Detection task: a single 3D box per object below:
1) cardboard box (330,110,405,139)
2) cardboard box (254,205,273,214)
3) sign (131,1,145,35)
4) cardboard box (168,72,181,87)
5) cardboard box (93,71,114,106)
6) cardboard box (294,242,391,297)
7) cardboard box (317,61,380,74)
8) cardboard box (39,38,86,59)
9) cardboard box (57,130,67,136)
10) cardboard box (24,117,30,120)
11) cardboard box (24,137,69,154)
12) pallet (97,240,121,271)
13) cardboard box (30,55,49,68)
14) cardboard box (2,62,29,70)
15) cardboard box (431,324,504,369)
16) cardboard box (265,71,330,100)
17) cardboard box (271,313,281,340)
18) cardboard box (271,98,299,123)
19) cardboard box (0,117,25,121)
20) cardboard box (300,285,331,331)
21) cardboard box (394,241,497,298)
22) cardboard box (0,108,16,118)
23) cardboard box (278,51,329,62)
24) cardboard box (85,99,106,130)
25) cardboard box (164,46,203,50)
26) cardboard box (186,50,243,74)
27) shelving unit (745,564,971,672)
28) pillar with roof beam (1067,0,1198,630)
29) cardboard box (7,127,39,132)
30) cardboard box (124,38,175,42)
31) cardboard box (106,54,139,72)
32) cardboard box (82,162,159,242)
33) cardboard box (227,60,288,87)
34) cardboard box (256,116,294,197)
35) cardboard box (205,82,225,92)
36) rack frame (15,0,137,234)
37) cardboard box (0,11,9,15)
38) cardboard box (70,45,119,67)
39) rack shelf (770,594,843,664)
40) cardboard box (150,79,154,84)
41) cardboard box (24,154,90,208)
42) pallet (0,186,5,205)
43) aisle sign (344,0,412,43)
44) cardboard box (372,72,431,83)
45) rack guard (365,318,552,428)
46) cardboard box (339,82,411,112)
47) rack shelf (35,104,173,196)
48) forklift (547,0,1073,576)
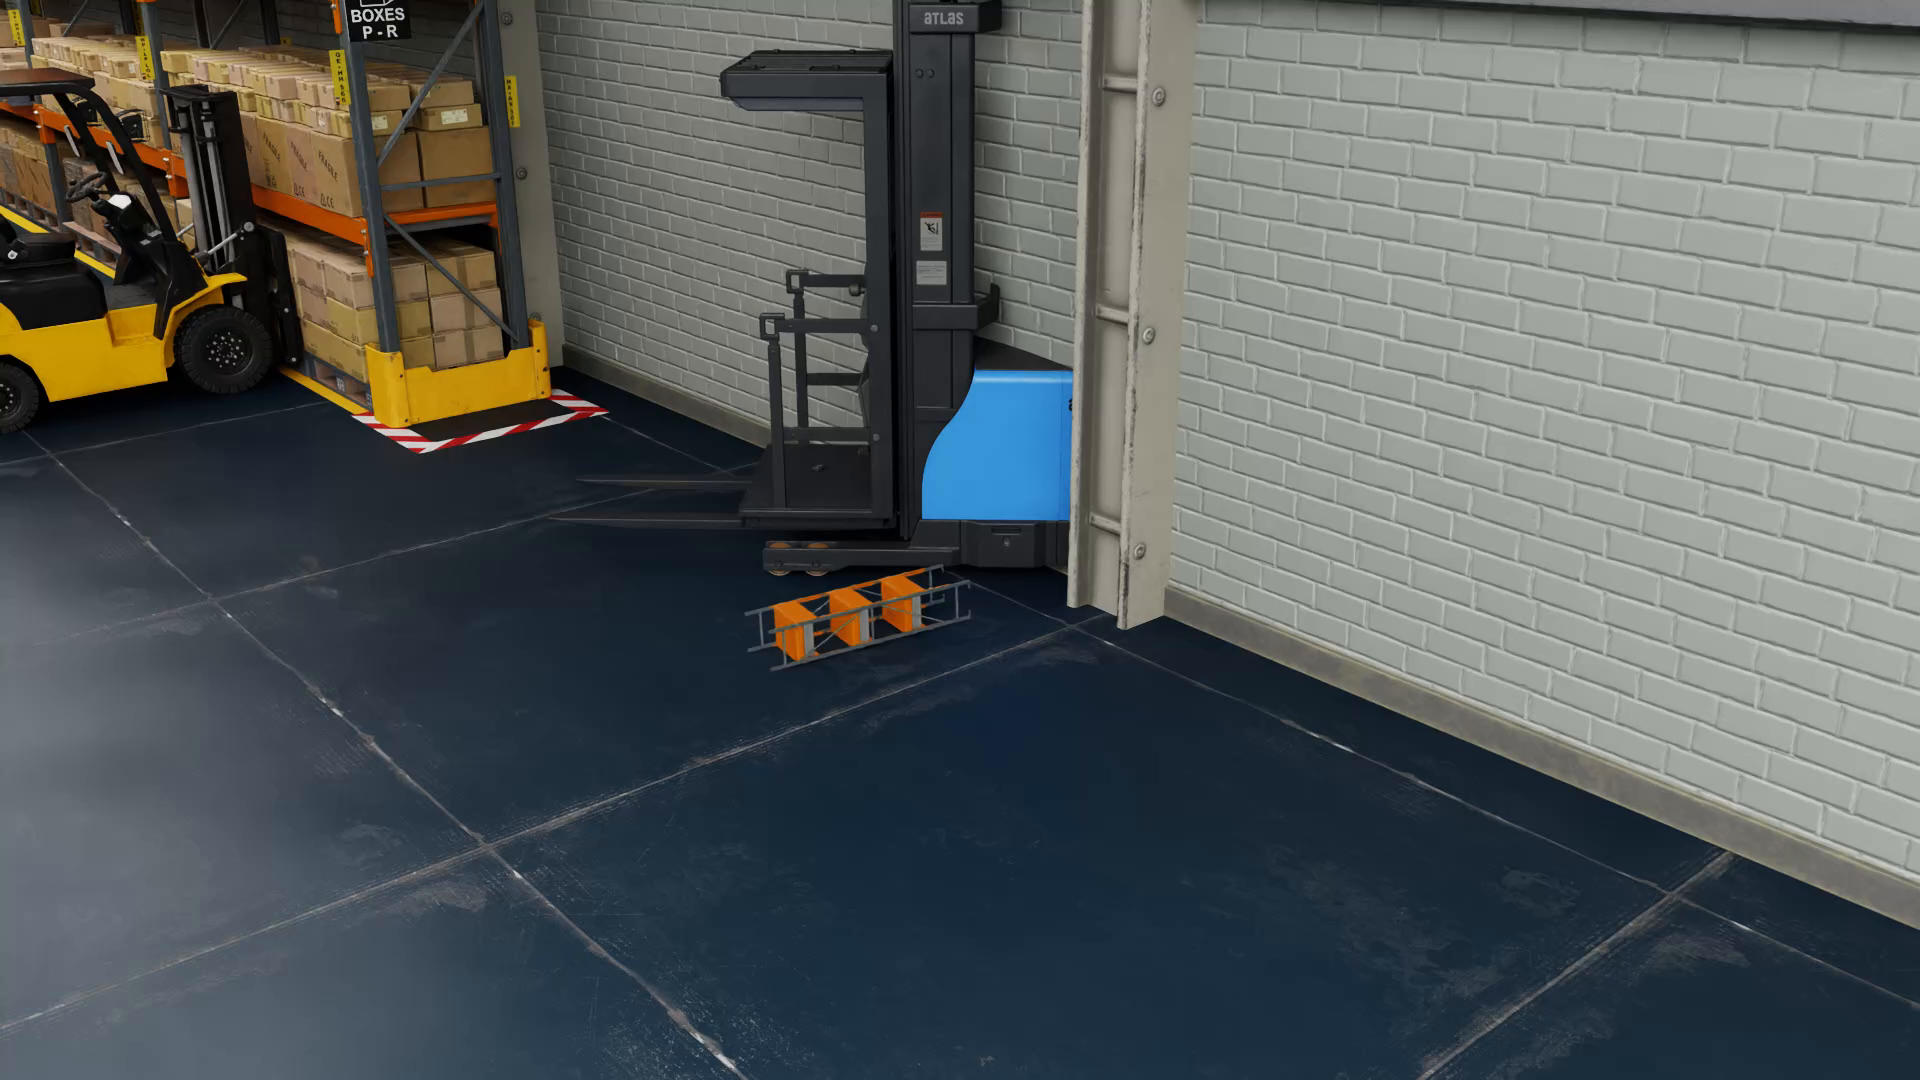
[{"bbox_3d":[-3.816,-2.689,10.709,0.380,0.149,0.250,-17,27,-37],"label":"cardboard box"},{"bbox_3d":[-5.584,-2.445,12.936,0.500,0.250,0.500,-17,27,-37],"label":"cardboard box"},{"bbox_3d":[-8.181,-5.193,16.543,0.100,0.325,0.005,-17,27,-37],"label":"sign"},{"bbox_3d":[-5.980,-3.614,13.072,0.380,0.149,0.250,-18,28,-38],"label":"cardboard box"},{"bbox_3d":[-7.173,-3.937,14.443,0.500,0.250,0.500,-17,27,-36],"label":"cardboard box"},{"bbox_3d":[-4.252,-1.884,11.506,0.500,0.250,0.500,-17,27,-36],"label":"cardboard box"},{"bbox_3d":[-4.423,-3.376,12.056,0.380,0.149,0.250,-17,27,-37],"label":"cardboard box"},{"bbox_3d":[-8.439,-4.638,15.686,0.380,0.149,0.250,-17,27,-36],"label":"cardboard box"},{"bbox_3d":[-9.588,-4.418,18.112,0.380,0.149,0.250,-17,27,-37],"label":"cardboard box"},{"bbox_3d":[-10.576,-4.855,19.230,0.380,0.149,0.250,-17,27,-37],"label":"cardboard box"},{"bbox_3d":[-9.454,-4.082,17.256,0.380,0.149,0.250,-19,28,-39],"label":"cardboard box"},{"bbox_3d":[-7.299,-2.649,15.458,1.003,0.211,1.213,-17,27,-37],"label":"pallet"},{"bbox_3d":[-8.514,-4.497,15.874,0.500,0.250,0.500,-17,27,-37],"label":"cardboard box"},{"bbox_3d":[-9.319,-4.690,16.614,0.380,0.149,0.250,-17,27,-36],"label":"cardboard box"},{"bbox_3d":[-3.550,-1.408,11.661,0.500,0.250,0.500,-17,27,-37],"label":"cardboard box"},{"bbox_3d":[-4.507,-3.105,11.365,0.380,0.149,0.250,-17,27,-36],"label":"cardboard box"},{"bbox_3d":[-4.917,-1.699,12.403,0.500,0.250,0.500,-16,27,-36],"label":"cardboard box"},{"bbox_3d":[-4.492,-2.972,11.433,0.380,0.149,0.250,-19,28,-39],"label":"cardboard box"},{"bbox_3d":[-10.762,-4.671,18.760,0.380,0.149,0.250,-19,28,-40],"label":"cardboard box"},{"bbox_3d":[-4.251,-1.660,11.619,0.500,0.250,0.500,-18,28,-38],"label":"cardboard box"},{"bbox_3d":[-3.548,-1.870,11.468,0.500,0.250,0.500,-18,28,-38],"label":"cardboard box"},{"bbox_3d":[-10.972,-4.876,18.874,0.380,0.149,0.250,-19,28,-40],"label":"cardboard box"},{"bbox_3d":[-5.025,-3.683,12.841,0.380,0.149,0.250,-18,28,-38],"label":"cardboard box"},{"bbox_3d":[-7.492,-3.846,14.896,0.500,0.250,0.500,-16,27,-36],"label":"cardboard box"},{"bbox_3d":[-7.015,-4.345,14.938,0.380,0.149,0.250,-17,27,-37],"label":"cardboard box"},{"bbox_3d":[-5.753,-3.698,12.878,0.380,0.149,0.250,-17,27,-37],"label":"cardboard box"},{"bbox_3d":[-0.465,0.353,7.764,1.050,0.215,0.252,-13,24,-29],"label":"shelving unit"},{"bbox_3d":[-2.494,-2.829,3.867,9.100,9.000,0.400,-17,27,-37],"label":"pillar with roof beam"},{"bbox_3d":[-10.080,-4.384,18.026,0.380,0.149,0.250,-17,27,-37],"label":"cardboard box"},{"bbox_3d":[-7.642,-4.645,15.704,0.380,0.149,0.250,-18,28,-38],"label":"cardboard box"},{"bbox_3d":[-7.077,-4.082,14.266,0.380,0.149,0.250,-18,28,-39],"label":"cardboard box"},{"bbox_3d":[-7.770,-3.257,15.866,0.875,0.625,0.625,-16,27,-36],"label":"cardboard box"},{"bbox_3d":[-5.104,-3.407,12.136,0.380,0.149,0.250,-18,27,-38],"label":"cardboard box"},{"bbox_3d":[-4.564,-2.718,11.673,0.500,0.500,0.500,-18,28,-38],"label":"cardboard box"},{"bbox_3d":[-5.343,-3.319,12.318,0.380,0.149,0.250,-18,28,-38],"label":"cardboard box"},{"bbox_3d":[-8.599,-4.521,16.414,1.000,3.000,0.127,-17,27,-37],"label":"rack frame"},{"bbox_3d":[-10.726,-5.538,18.299,0.700,0.500,0.500,-17,27,-37],"label":"cardboard box"},{"bbox_3d":[-7.764,-4.358,14.970,0.380,0.149,0.250,-17,27,-36],"label":"cardboard box"},{"bbox_3d":[-0.698,0.409,7.633,0.259,0.215,0.240,-13,24,-29],"label":"rack shelf"},{"bbox_3d":[-6.380,-3.806,13.562,0.380,0.149,0.250,-16,27,-36],"label":"cardboard box"},{"bbox_3d":[-9.357,-3.759,17.321,0.500,0.500,0.500,-18,28,-38],"label":"cardboard box"},{"bbox_3d":[-10.651,-4.112,19.194,1.003,0.211,1.213,-17,27,-37],"label":"pallet"},{"bbox_3d":[-3.557,-3.433,10.072,0.394,0.787,0.004,-17,27,-37],"label":"aisle sign"},{"bbox_3d":[-3.763,-3.092,11.330,0.380,0.149,0.250,-17,27,-36],"label":"cardboard box"},{"bbox_3d":[-3.362,-1.140,11.210,1.175,0.500,0.348,-17,27,-37],"label":"rack guard"},{"bbox_3d":[-3.771,-2.847,10.705,0.380,0.149,0.250,-17,27,-37],"label":"cardboard box"},{"bbox_3d":[-7.294,-3.634,15.135,1.077,0.370,4.000,-17,27,-37],"label":"rack shelf"},{"bbox_3d":[-0.628,-1.372,8.469,3.031,2.935,1.130,1,21,2],"label":"forklift"}]
